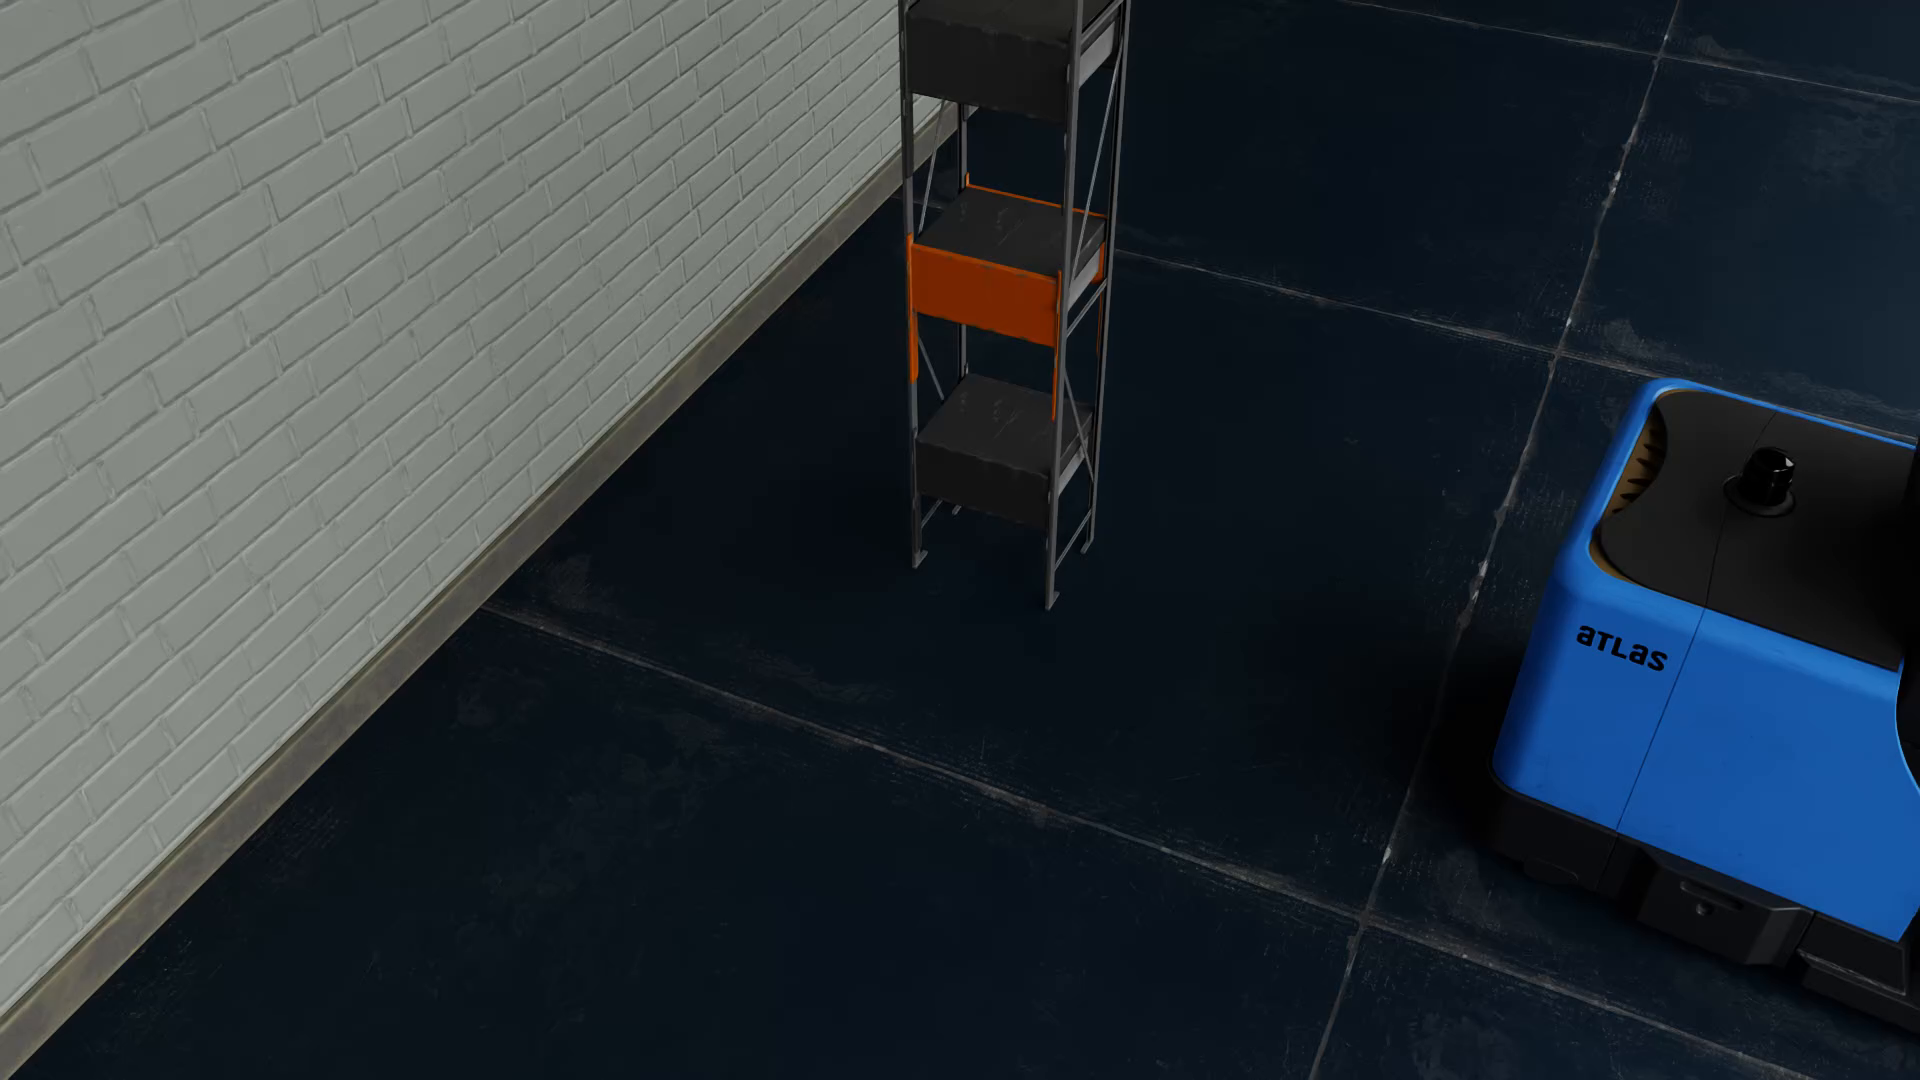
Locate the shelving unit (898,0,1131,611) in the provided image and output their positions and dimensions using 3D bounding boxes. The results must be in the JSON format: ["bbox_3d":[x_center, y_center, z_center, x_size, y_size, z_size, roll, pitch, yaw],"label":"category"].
[{"bbox_3d":[0.150,-0.748,5.009,0.503,2.100,0.431,17,44,19],"label":"shelving unit"}]

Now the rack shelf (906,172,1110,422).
[{"bbox_3d":[0.150,-0.737,5.018,0.480,0.518,0.431,17,44,19],"label":"rack shelf"}]

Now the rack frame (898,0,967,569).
[{"bbox_3d":[-0.071,-0.815,5.087,0.015,2.100,0.400,17,44,19],"label":"rack frame"}]

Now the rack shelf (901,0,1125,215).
[{"bbox_3d":[0.150,-1.266,4.560,0.480,0.518,0.431,17,44,19],"label":"rack shelf"}]

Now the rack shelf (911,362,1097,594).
[{"bbox_3d":[0.150,-0.208,5.477,0.480,0.518,0.431,17,44,19],"label":"rack shelf"}]

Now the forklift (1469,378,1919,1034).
[{"bbox_3d":[2.975,-0.011,3.525,3.031,2.935,1.130,21,45,23],"label":"forklift"}]

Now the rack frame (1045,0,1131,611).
[{"bbox_3d":[0.371,-0.680,4.931,0.015,2.100,0.400,17,44,19],"label":"rack frame"}]
